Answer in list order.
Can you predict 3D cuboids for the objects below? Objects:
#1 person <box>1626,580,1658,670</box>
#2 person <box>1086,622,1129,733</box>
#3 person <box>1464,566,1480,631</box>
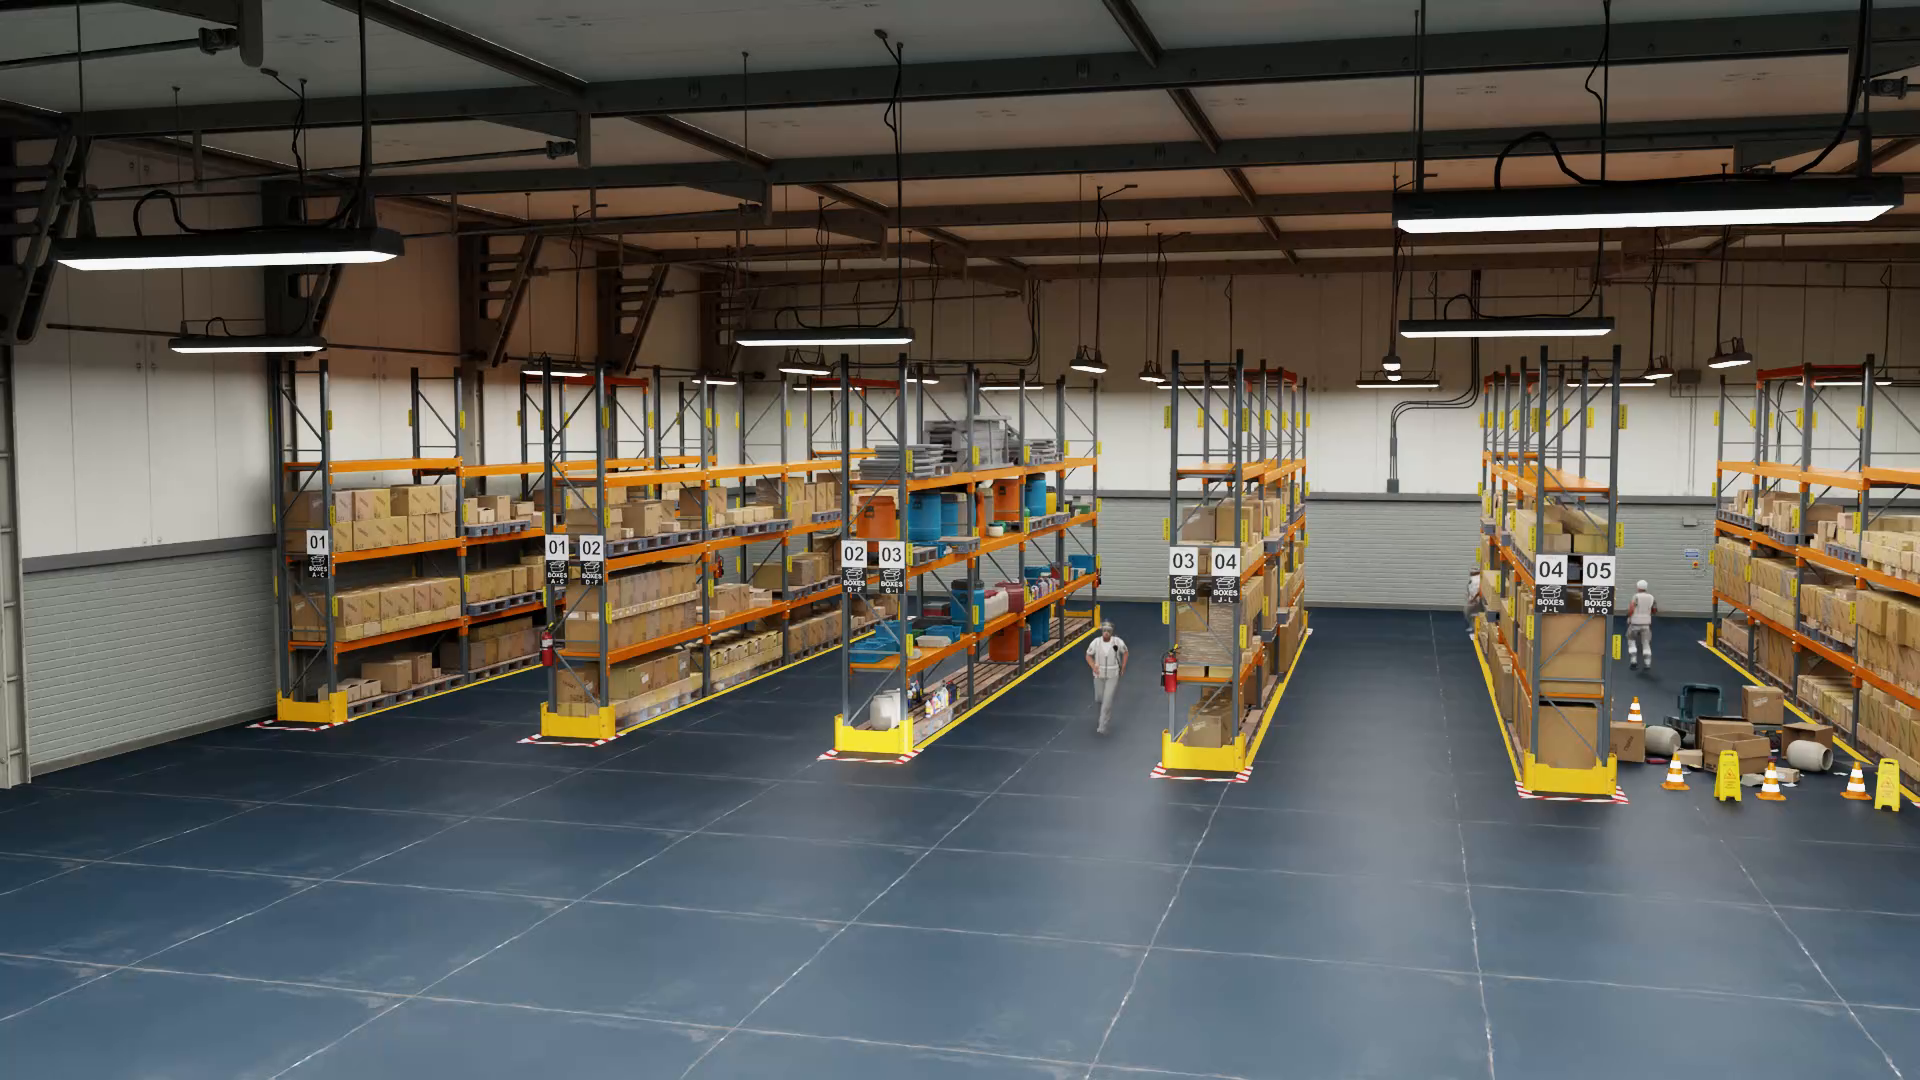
[{"bbox_3d":[13.596,1.724,33.201,0.664,1.851,0.776,0,4,3],"label":"person"},{"bbox_3d":[2.389,2.195,27.045,0.686,1.772,0.921,1,4,11],"label":"person"},{"bbox_3d":[12.210,1.398,39.289,0.531,1.605,0.667,1,4,14],"label":"person"}]
